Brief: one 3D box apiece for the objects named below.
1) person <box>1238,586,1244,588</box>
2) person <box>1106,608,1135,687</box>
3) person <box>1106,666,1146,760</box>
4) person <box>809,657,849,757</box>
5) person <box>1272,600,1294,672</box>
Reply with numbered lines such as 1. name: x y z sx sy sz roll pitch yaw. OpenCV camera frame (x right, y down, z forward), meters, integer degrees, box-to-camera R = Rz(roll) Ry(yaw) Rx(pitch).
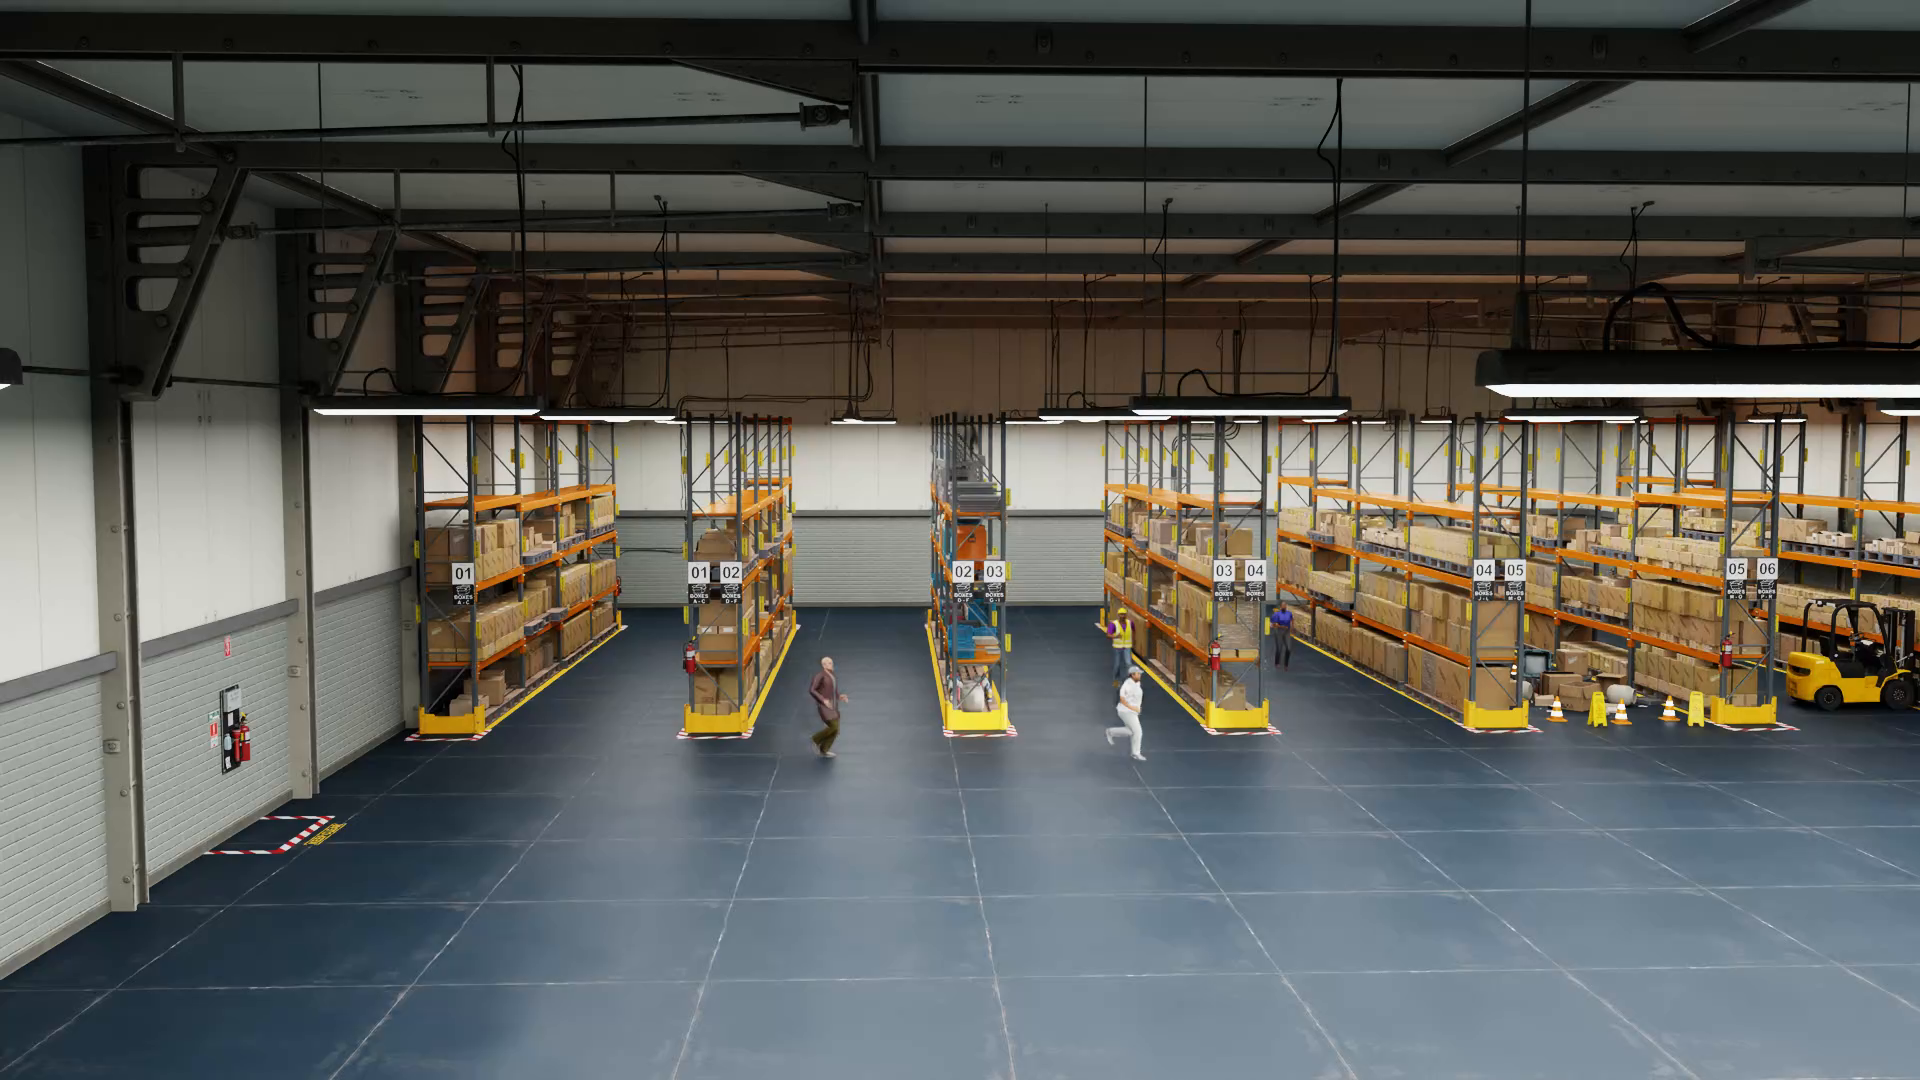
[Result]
1. person: 7.801 1.657 47.799 0.730 1.630 0.731 1 4 18
2. person: 3.503 2.382 36.097 0.689 1.841 0.810 0 4 -5
3. person: 2.873 2.985 28.754 0.730 1.647 0.624 2 4 24
4. person: -2.278 2.892 28.747 0.630 1.728 0.687 2 4 22
5. person: 7.572 2.266 38.923 0.584 1.710 0.718 0 4 -6
